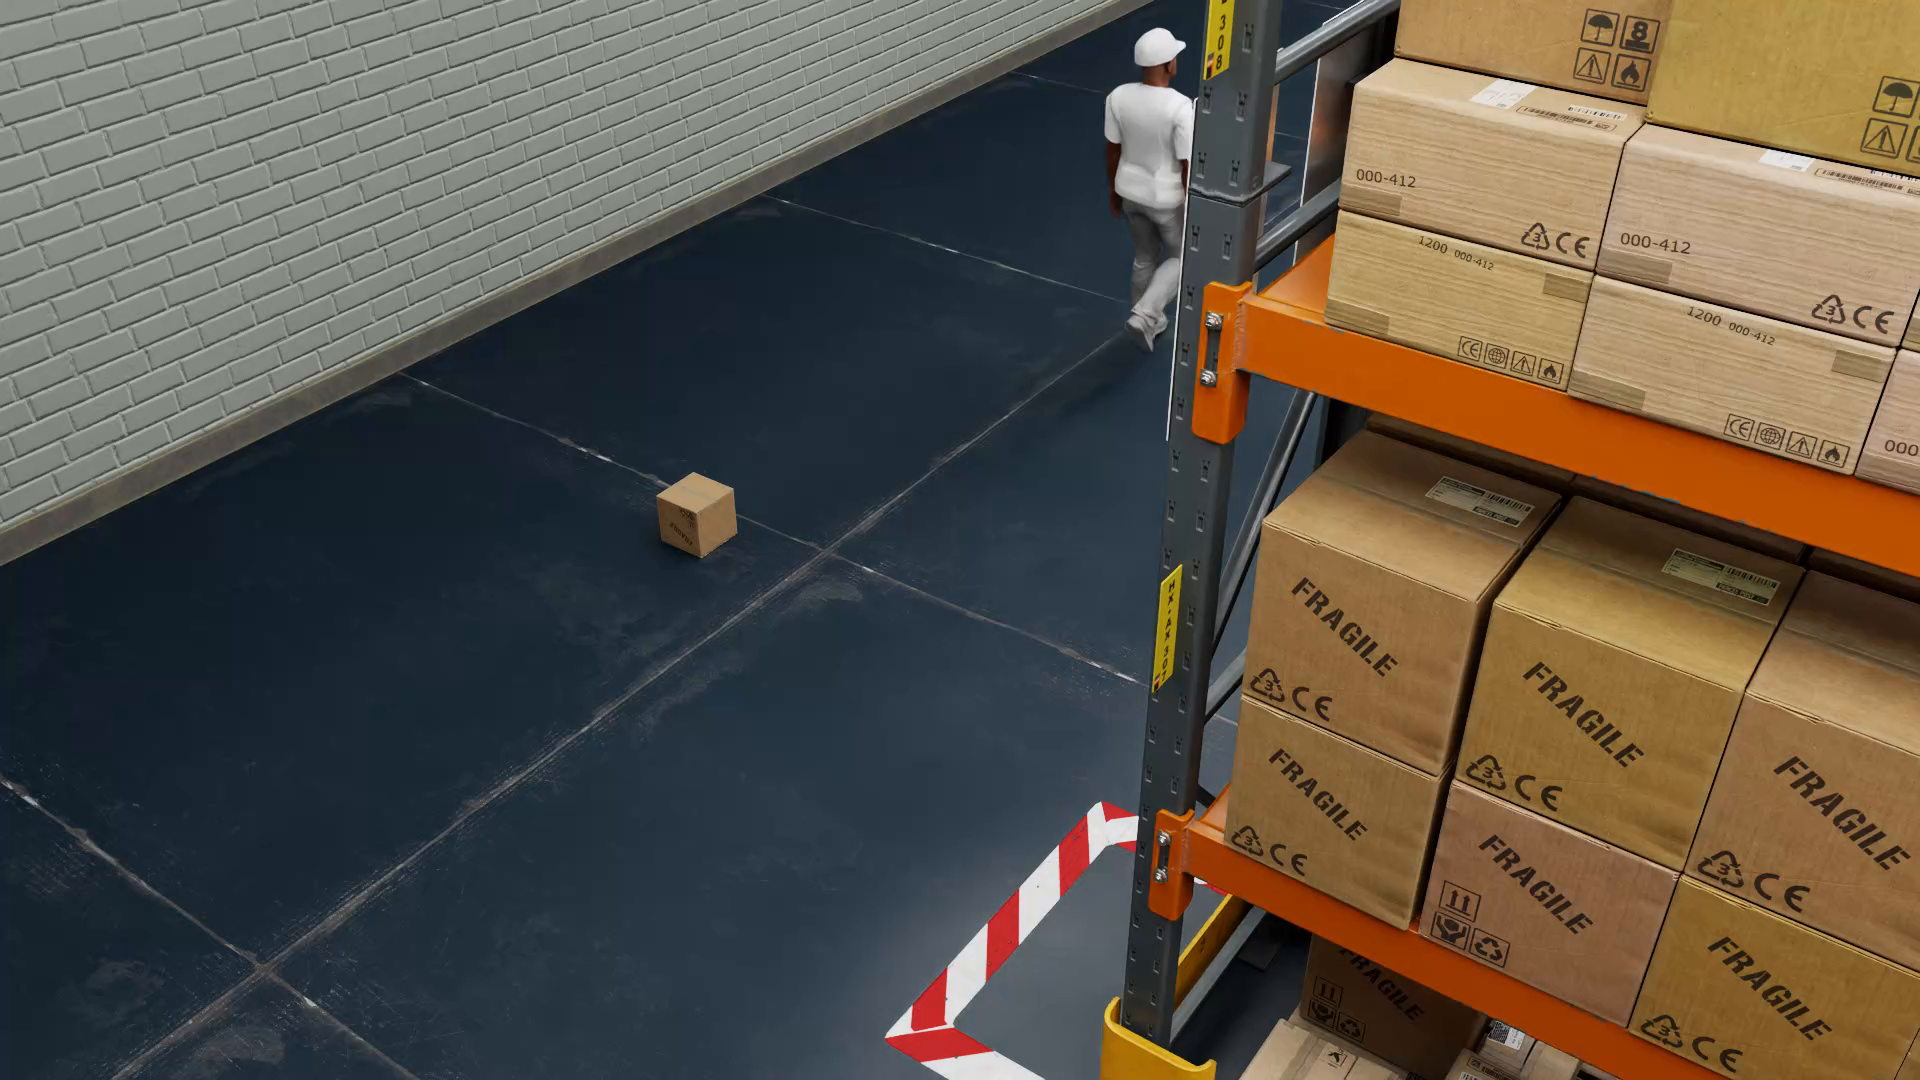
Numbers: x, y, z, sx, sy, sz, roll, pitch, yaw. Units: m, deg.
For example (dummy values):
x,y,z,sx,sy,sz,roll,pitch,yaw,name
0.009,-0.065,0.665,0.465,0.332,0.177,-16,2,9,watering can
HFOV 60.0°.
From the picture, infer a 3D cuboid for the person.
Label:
x,y,z,sx,sy,sz,roll,pitch,yaw,name
1.012,-1.806,8.730,0.569,1.754,0.606,25,42,32,person
